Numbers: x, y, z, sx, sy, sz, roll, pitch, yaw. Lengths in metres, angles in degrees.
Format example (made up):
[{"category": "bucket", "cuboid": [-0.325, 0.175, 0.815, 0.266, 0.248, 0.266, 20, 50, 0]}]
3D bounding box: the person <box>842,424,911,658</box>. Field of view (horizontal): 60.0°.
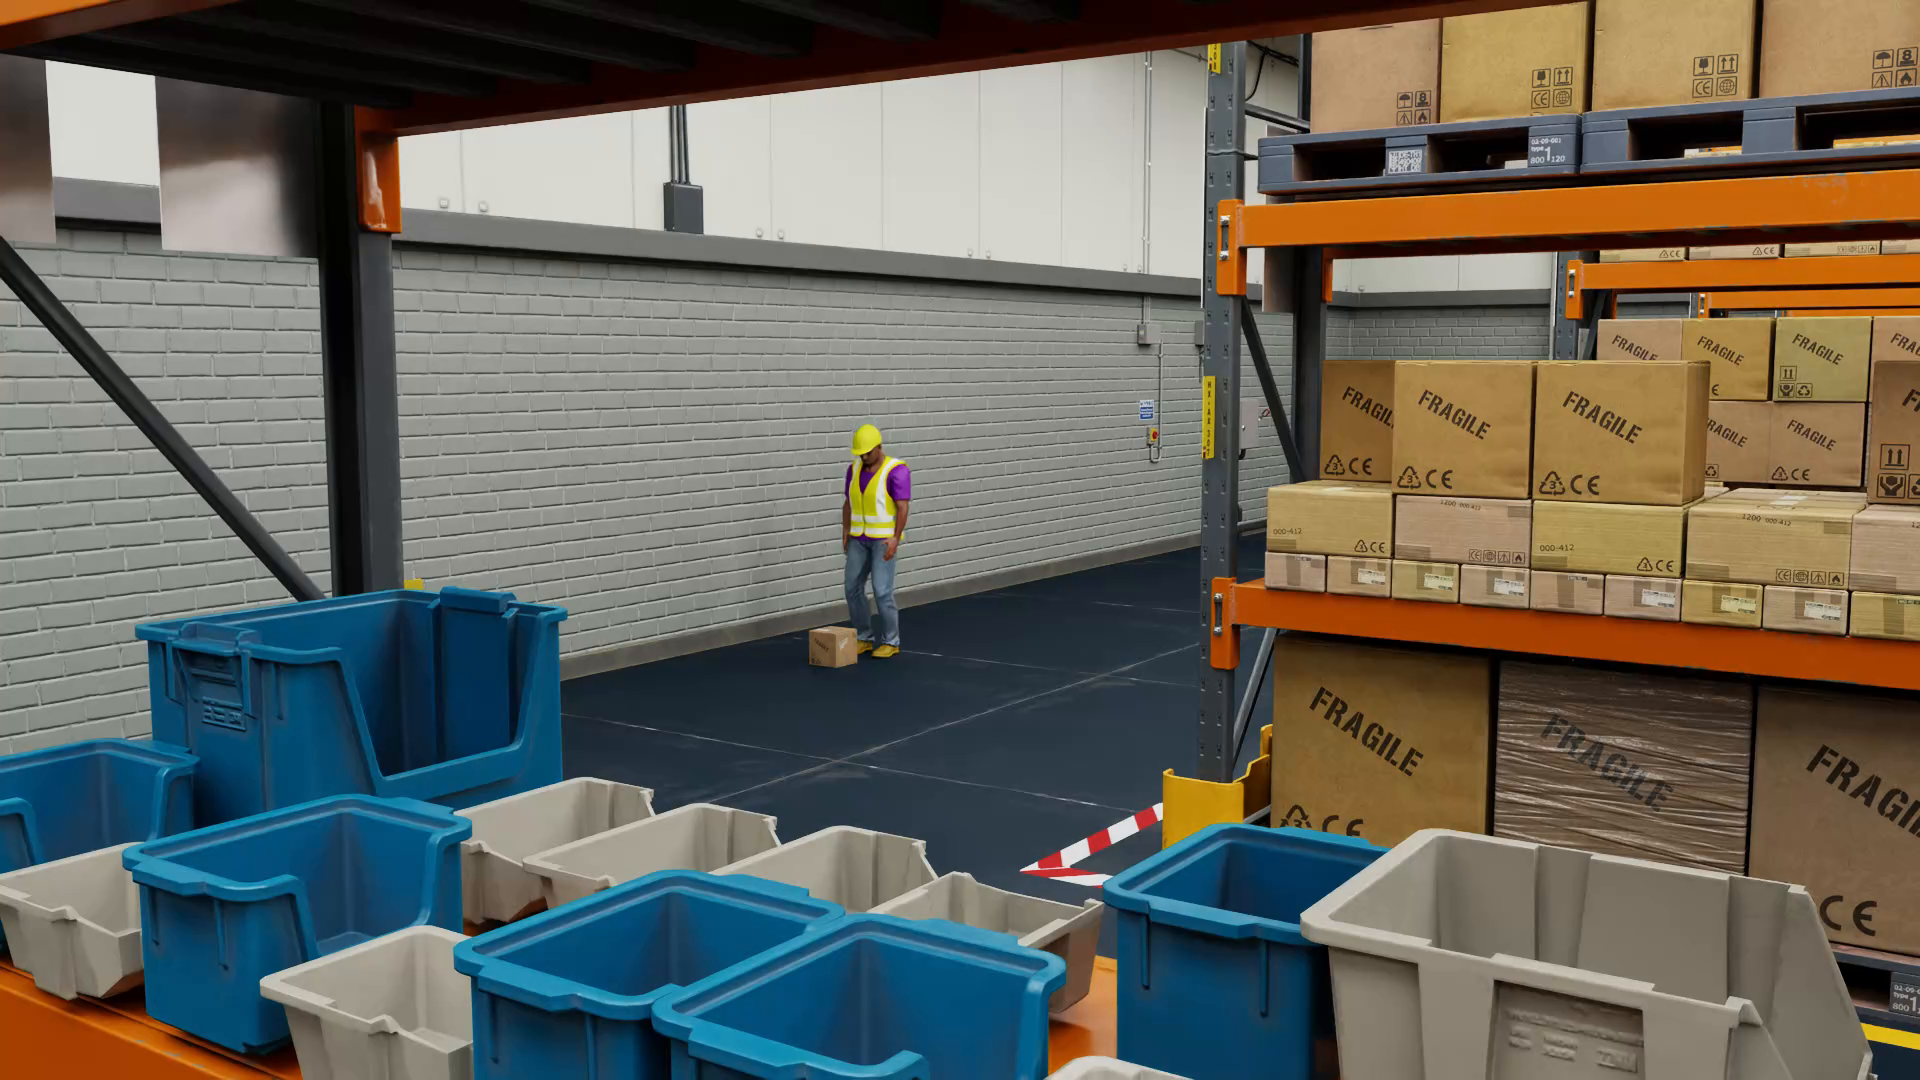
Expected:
[{"category": "person", "cuboid": [-0.638, 0.002, 12.350, 0.588, 1.725, 0.437, 4, 8, 35]}]
